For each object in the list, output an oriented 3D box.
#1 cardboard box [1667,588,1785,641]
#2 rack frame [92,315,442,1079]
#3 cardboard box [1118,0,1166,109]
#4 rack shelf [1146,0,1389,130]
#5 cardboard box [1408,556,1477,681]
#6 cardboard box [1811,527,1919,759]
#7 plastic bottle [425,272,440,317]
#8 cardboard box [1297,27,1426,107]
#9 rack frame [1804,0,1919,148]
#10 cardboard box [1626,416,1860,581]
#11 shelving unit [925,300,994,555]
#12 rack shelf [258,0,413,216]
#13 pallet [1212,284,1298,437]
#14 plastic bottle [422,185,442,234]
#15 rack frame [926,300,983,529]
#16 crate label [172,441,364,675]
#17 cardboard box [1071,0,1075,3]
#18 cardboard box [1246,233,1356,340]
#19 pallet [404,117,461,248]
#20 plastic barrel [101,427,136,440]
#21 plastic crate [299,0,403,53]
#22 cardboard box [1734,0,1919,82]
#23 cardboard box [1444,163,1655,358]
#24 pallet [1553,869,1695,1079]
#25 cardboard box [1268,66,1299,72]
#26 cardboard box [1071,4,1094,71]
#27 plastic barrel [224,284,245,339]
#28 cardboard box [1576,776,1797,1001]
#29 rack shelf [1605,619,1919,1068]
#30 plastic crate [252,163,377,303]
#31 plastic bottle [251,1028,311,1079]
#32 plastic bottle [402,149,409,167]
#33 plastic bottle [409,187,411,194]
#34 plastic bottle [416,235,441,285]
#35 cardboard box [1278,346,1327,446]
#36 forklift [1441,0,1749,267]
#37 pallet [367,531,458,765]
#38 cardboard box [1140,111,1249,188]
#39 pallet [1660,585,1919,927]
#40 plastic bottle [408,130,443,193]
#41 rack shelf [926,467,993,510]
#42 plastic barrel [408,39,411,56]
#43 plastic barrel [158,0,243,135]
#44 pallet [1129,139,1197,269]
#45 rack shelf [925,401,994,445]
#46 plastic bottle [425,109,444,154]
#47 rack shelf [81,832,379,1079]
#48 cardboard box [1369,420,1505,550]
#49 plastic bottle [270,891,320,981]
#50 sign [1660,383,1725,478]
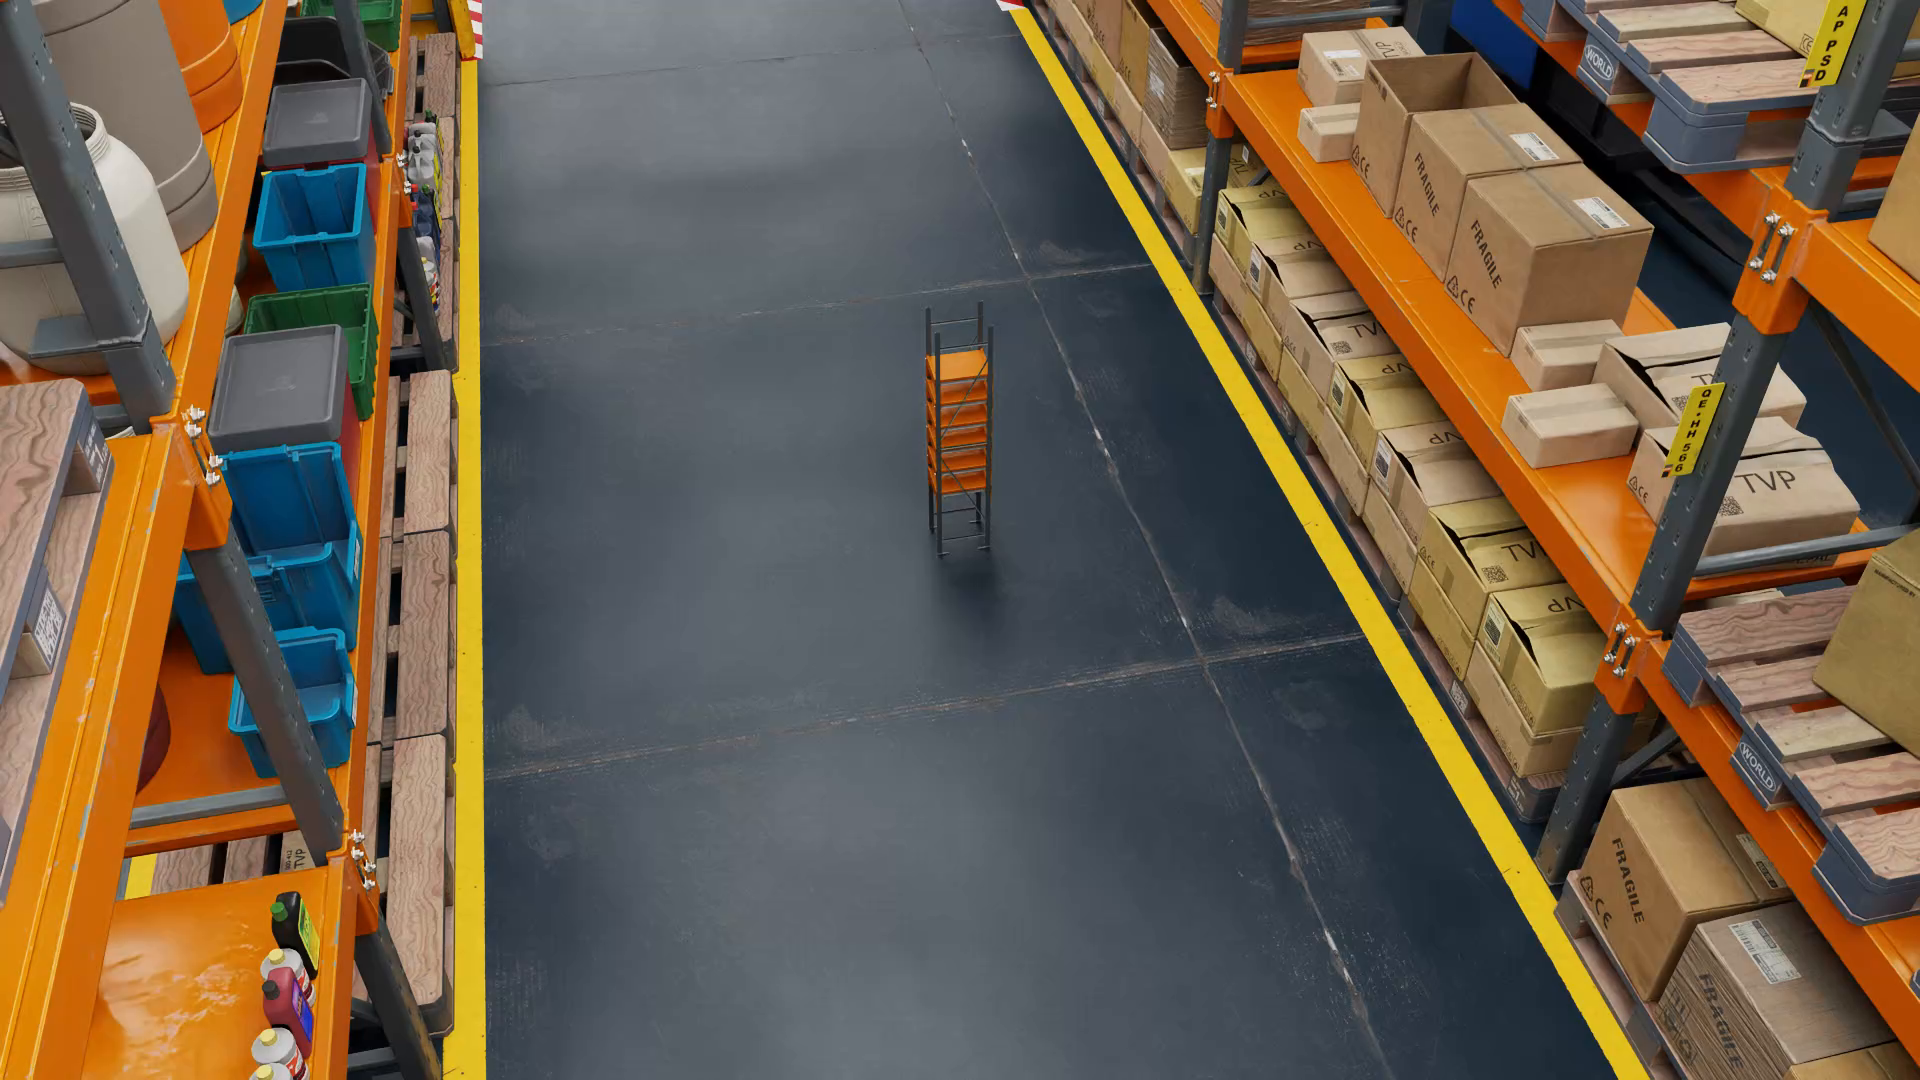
[{"bbox_3d":[2.807,0.321,6.243,0.500,0.311,0.500,-7,42,-8],"label":"cardboard box"},{"bbox_3d":[-2.205,0.748,4.430,1.000,3.000,0.127,-8,42,-9],"label":"rack frame"},{"bbox_3d":[1.248,-2.880,9.707,0.500,0.500,0.500,-8,42,-9],"label":"cardboard box"},{"bbox_3d":[1.338,-3.580,9.847,1.077,0.370,4.000,-8,42,-9],"label":"rack shelf"},{"bbox_3d":[2.166,0.272,6.720,0.500,0.250,0.500,-9,42,-10],"label":"cardboard box"},{"bbox_3d":[2.879,0.238,4.612,0.700,0.500,0.500,-22,46,-23],"label":"cardboard box"},{"bbox_3d":[-2.709,-1.258,8.414,0.097,0.271,0.097,0,42,0],"label":"plastic bottle"},{"bbox_3d":[1.918,-2.183,7.845,0.500,0.250,0.500,-6,42,-7],"label":"cardboard box"},{"bbox_3d":[2.633,-2.203,3.235,1.000,3.000,0.127,-8,42,-9],"label":"rack frame"},{"bbox_3d":[2.597,-0.168,5.529,0.500,0.311,0.500,-6,42,-7],"label":"cardboard box"},{"bbox_3d":[-0.003,-0.458,7.144,0.258,1.200,0.189,-8,42,-9],"label":"shelving unit"},{"bbox_3d":[-3.500,-2.872,9.050,1.077,0.370,4.000,-8,42,-9],"label":"rack shelf"},{"bbox_3d":[1.967,-1.037,8.541,1.003,0.211,1.213,-8,42,-9],"label":"pallet"},{"bbox_3d":[-2.873,-1.812,9.028,0.061,0.283,0.133,-7,42,-7],"label":"plastic bottle"},{"bbox_3d":[-0.023,-0.517,7.211,0.240,1.200,0.006,-8,42,-9],"label":"rack frame"},{"bbox_3d":[-2.155,0.052,5.187,0.502,0.435,0.616,-8,42,-9],"label":"crate label"},{"bbox_3d":[0.914,-3.851,10.800,0.500,0.500,0.500,-8,42,-9],"label":"cardboard box"},{"bbox_3d":[1.718,-1.262,8.026,0.500,0.311,0.500,-9,42,-10],"label":"cardboard box"},{"bbox_3d":[-3.439,-2.036,9.666,1.003,0.211,1.213,-8,42,-9],"label":"pallet"},{"bbox_3d":[-2.726,-0.203,5.417,0.421,0.512,0.421,0,42,0],"label":"plastic barrel"},{"bbox_3d":[-3.085,-2.686,8.458,0.450,0.188,0.662,-8,42,-9],"label":"plastic crate"},{"bbox_3d":[2.480,-1.468,4.463,0.500,0.250,0.500,-11,43,-12],"label":"cardboard box"},{"bbox_3d":[2.255,-1.082,6.416,0.500,0.500,0.500,-10,43,-12],"label":"cardboard box"},{"bbox_3d":[2.757,1.573,5.601,1.003,0.211,1.213,-8,42,-9],"label":"pallet"},{"bbox_3d":[1.975,-2.307,9.061,0.500,0.500,0.500,-8,42,-9],"label":"cardboard box"},{"bbox_3d":[1.024,-3.246,10.684,0.500,0.250,0.500,-8,42,-9],"label":"cardboard box"},{"bbox_3d":[-2.932,-0.913,6.405,0.301,0.262,0.301,0,42,0],"label":"plastic barrel"},{"bbox_3d":[2.452,1.147,5.532,0.500,0.500,0.500,-7,42,-7],"label":"cardboard box"},{"bbox_3d":[3.065,1.606,4.005,1.077,0.370,4.000,-8,42,-9],"label":"rack shelf"},{"bbox_3d":[-2.526,-1.168,6.600,0.392,0.384,0.575,-8,42,-9],"label":"plastic crate"},{"bbox_3d":[-1.644,1.250,4.013,0.097,0.201,0.097,0,42,0],"label":"plastic bottle"},{"bbox_3d":[-3.167,-2.141,9.460,0.097,0.201,0.097,0,42,0],"label":"plastic bottle"},{"bbox_3d":[-2.946,-1.784,9.006,0.097,0.271,0.097,0,42,0],"label":"plastic bottle"},{"bbox_3d":[-2.805,-1.466,8.644,0.152,0.276,0.135,-7,42,-8],"label":"plastic bottle"},{"bbox_3d":[1.838,-0.717,7.835,0.500,0.250,0.500,-10,42,-11],"label":"cardboard box"},{"bbox_3d":[4.078,-3.414,9.169,1.130,2.935,3.031,-11,43,-12],"label":"forklift"},{"bbox_3d":[-2.594,0.494,6.816,1.003,0.211,1.213,-8,42,-9],"label":"pallet"},{"bbox_3d":[1.358,-2.276,9.591,0.500,0.250,0.500,-8,42,-9],"label":"cardboard box"},{"bbox_3d":[2.848,0.542,4.806,1.213,0.211,1.003,-8,42,-9],"label":"pallet"},{"bbox_3d":[-3.010,-2.120,9.324,0.144,0.351,0.185,-7,42,-8],"label":"plastic bottle"},{"bbox_3d":[-0.003,-0.245,7.333,0.258,0.103,0.180,-8,42,-9],"label":"rack shelf"},{"bbox_3d":[-3.715,-3.249,10.490,0.421,0.512,0.421,0,42,0],"label":"plastic barrel"},{"bbox_3d":[-2.311,-1.522,4.404,0.600,0.830,0.708,-8,42,-9],"label":"plastic barrel"},{"bbox_3d":[1.639,-2.031,9.660,1.003,0.211,1.213,-8,42,-9],"label":"pallet"},{"bbox_3d":[-0.003,-0.515,7.094,0.258,0.103,0.180,-8,42,-9],"label":"rack shelf"},{"bbox_3d":[-3.064,-2.386,9.674,0.061,0.283,0.133,-7,42,-8],"label":"plastic bottle"},{"bbox_3d":[-1.773,2.313,3.208,1.077,0.370,4.000,-8,42,-9],"label":"rack shelf"},{"bbox_3d":[2.055,-0.266,6.904,0.500,0.311,0.500,-9,42,-10],"label":"cardboard box"},{"bbox_3d":[-1.701,0.993,4.242,0.061,0.283,0.133,-8,42,-9],"label":"plastic bottle"},{"bbox_3d":[2.092,-0.311,4.750,0.100,0.325,0.005,-8,42,-9],"label":"sign"}]
